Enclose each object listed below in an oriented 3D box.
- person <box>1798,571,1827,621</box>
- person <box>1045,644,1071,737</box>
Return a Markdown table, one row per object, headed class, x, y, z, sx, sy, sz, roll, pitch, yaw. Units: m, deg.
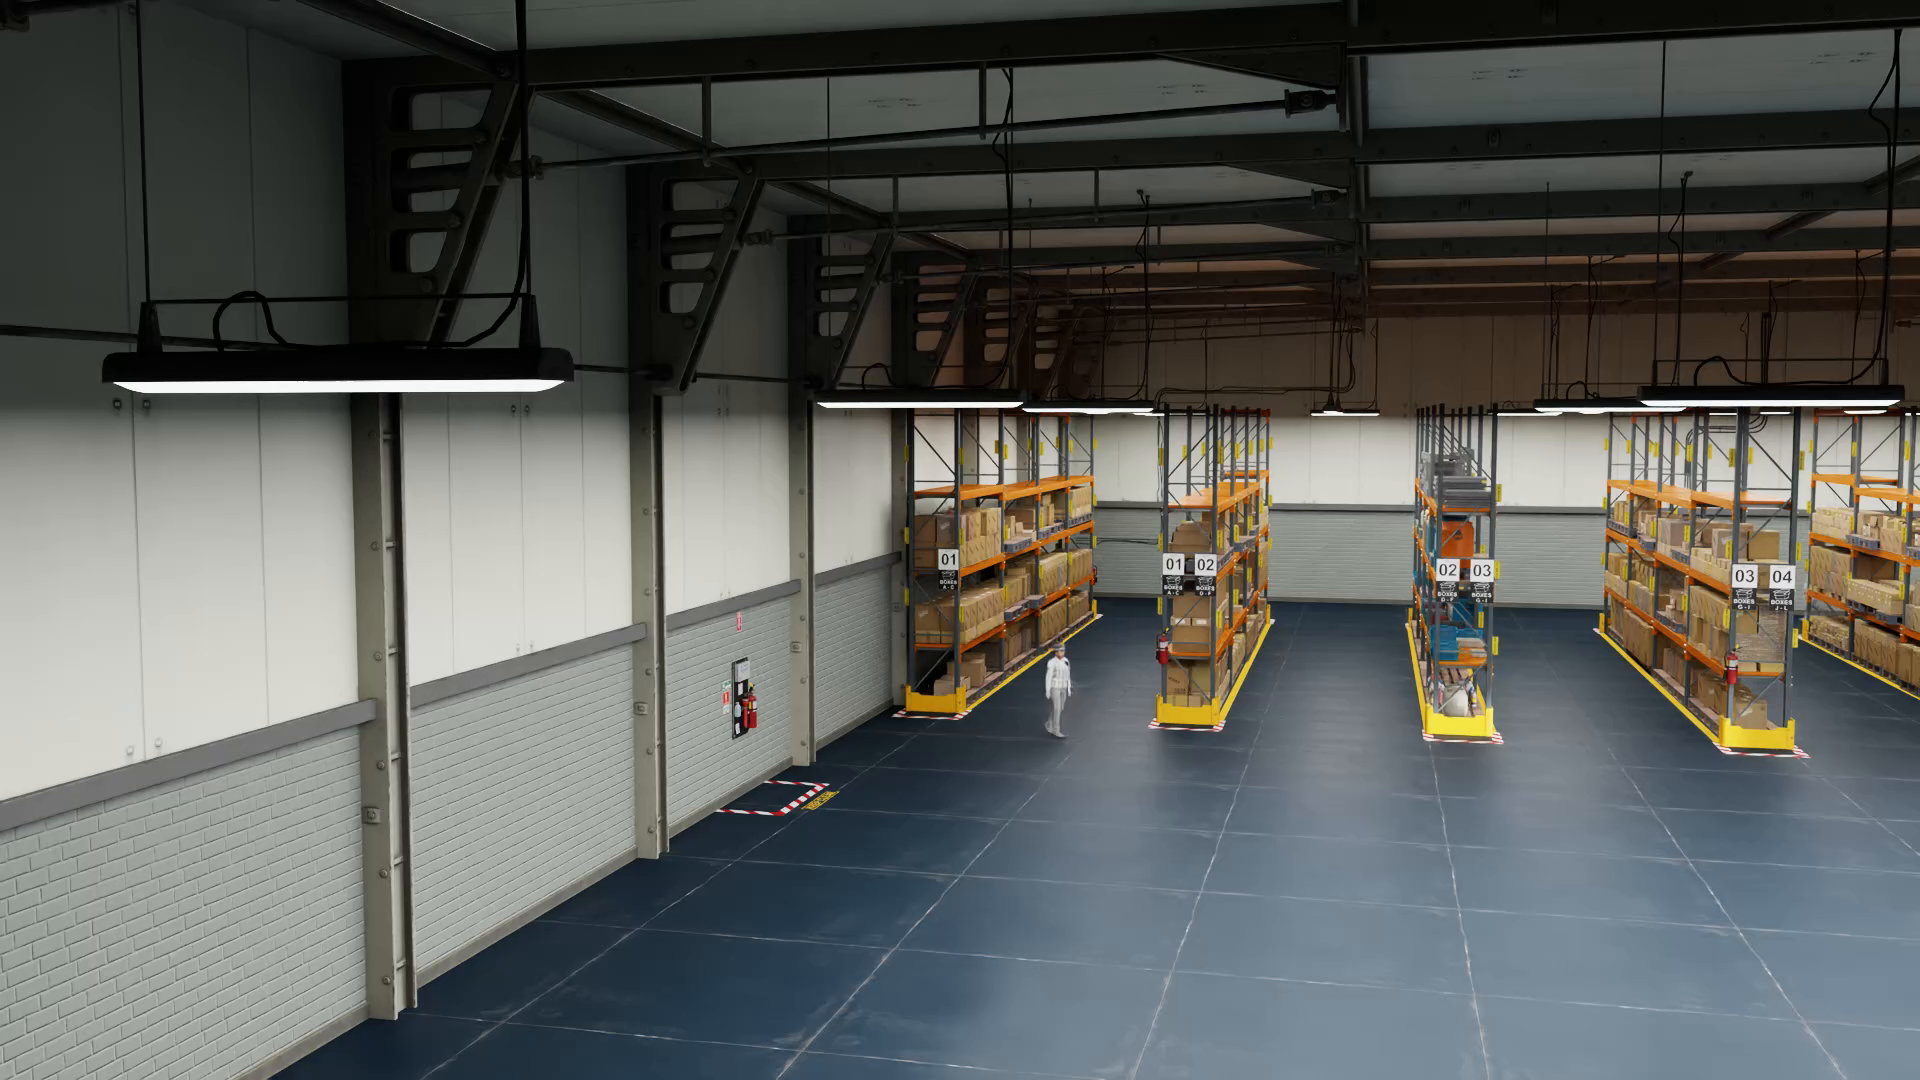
| class | x | y | z | sx | sy | sz | roll | pitch | yaw |
| --- | --- | --- | --- | --- | --- | --- | --- | --- | --- |
| person | 24.068 | 1.438 | 46.889 | 0.999 | 1.736 | 0.529 | -1 | 4 | -9 |
| person | 1.759 | 2.709 | 30.169 | 0.518 | 1.693 | 0.637 | -3 | 5 | -39 |
